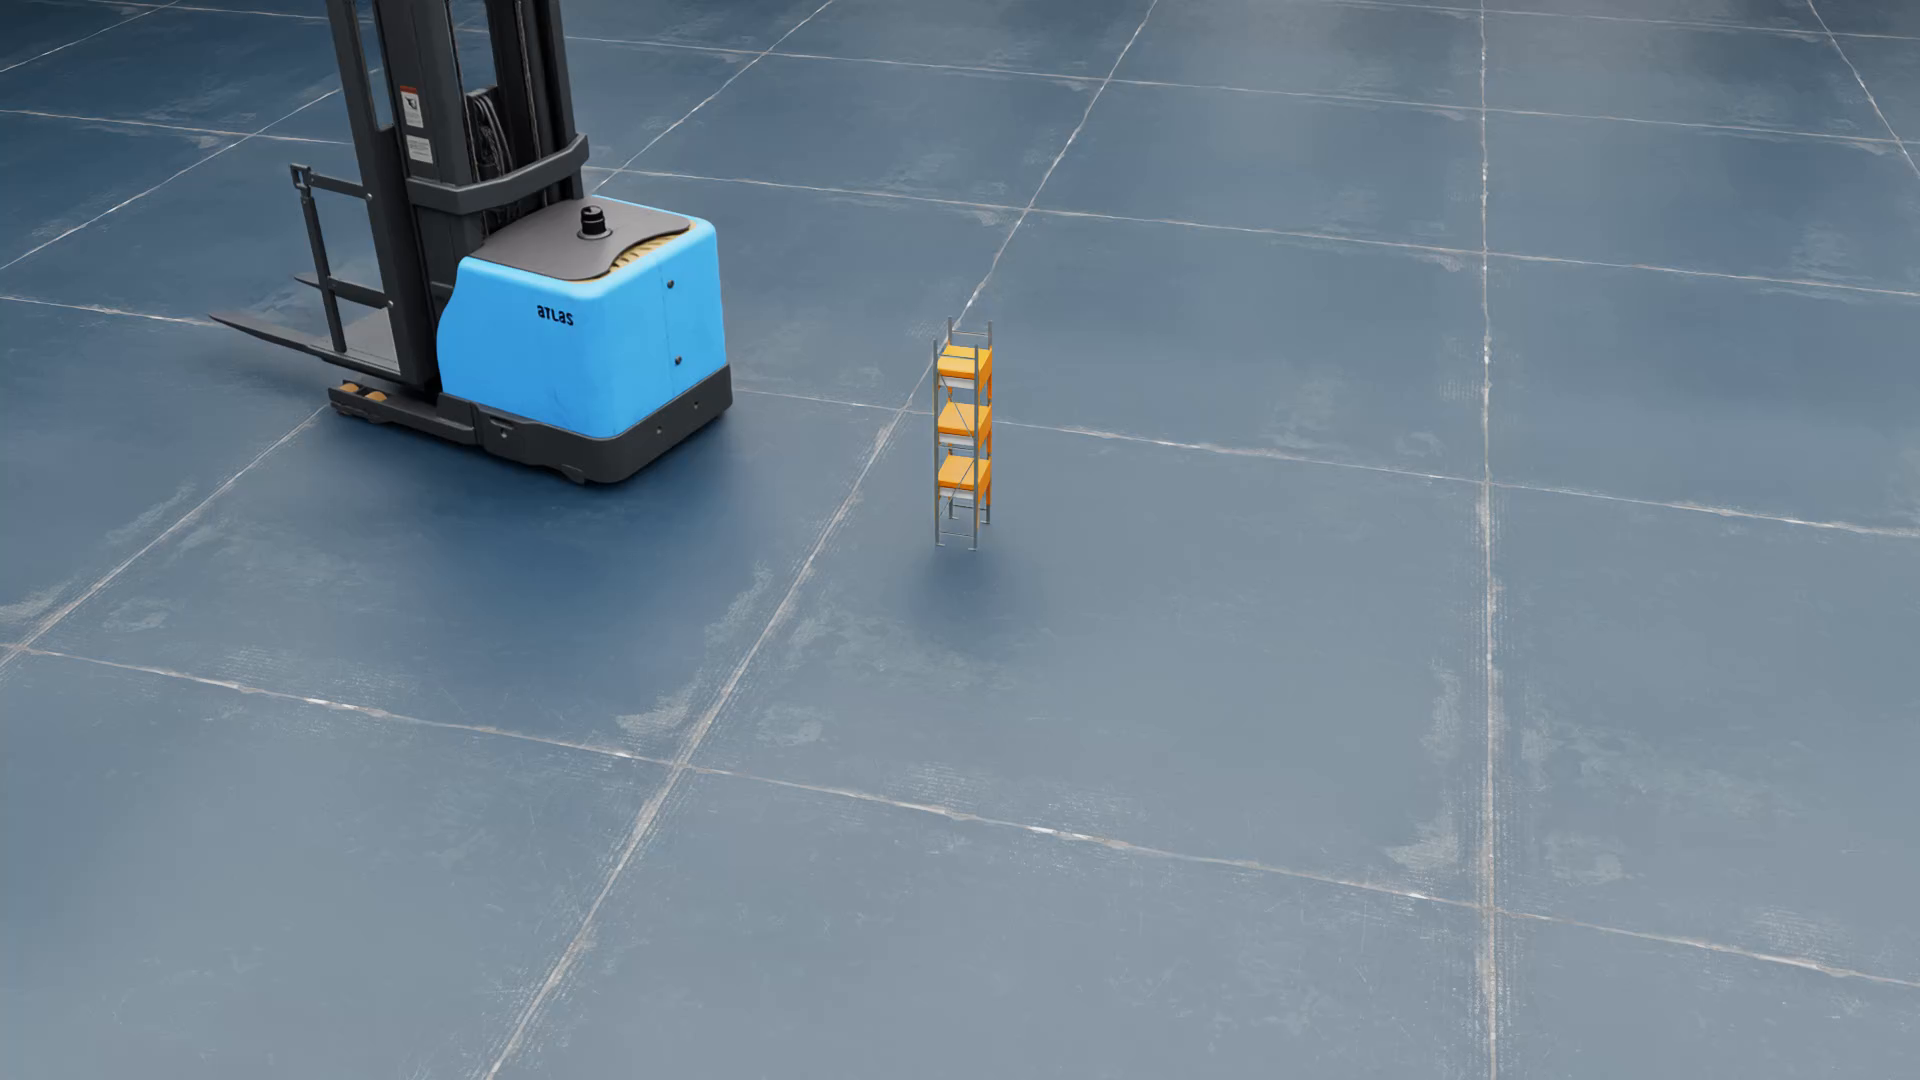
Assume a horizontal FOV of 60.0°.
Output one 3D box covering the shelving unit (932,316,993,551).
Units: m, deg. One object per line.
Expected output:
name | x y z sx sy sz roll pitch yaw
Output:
shelving unit | 0.014 -0.471 7.512 0.215 1.050 0.252 8 33 12

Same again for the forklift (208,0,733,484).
forklift | -2.734 -2.073 8.279 3.031 2.935 1.130 17 36 24

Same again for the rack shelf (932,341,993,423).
rack shelf | 0.014 -0.701 7.365 0.215 0.259 0.240 8 33 12

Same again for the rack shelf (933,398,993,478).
rack shelf | 0.014 -0.462 7.518 0.215 0.259 0.240 8 33 12

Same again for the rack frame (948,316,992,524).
rack frame | 0.045 -0.534 7.612 0.200 1.050 0.008 8 33 12

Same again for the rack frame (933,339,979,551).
rack frame | -0.017 -0.408 7.412 0.200 1.050 0.008 8 33 12

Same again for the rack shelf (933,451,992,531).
rack shelf | 0.014 -0.227 7.667 0.215 0.259 0.240 8 33 12
